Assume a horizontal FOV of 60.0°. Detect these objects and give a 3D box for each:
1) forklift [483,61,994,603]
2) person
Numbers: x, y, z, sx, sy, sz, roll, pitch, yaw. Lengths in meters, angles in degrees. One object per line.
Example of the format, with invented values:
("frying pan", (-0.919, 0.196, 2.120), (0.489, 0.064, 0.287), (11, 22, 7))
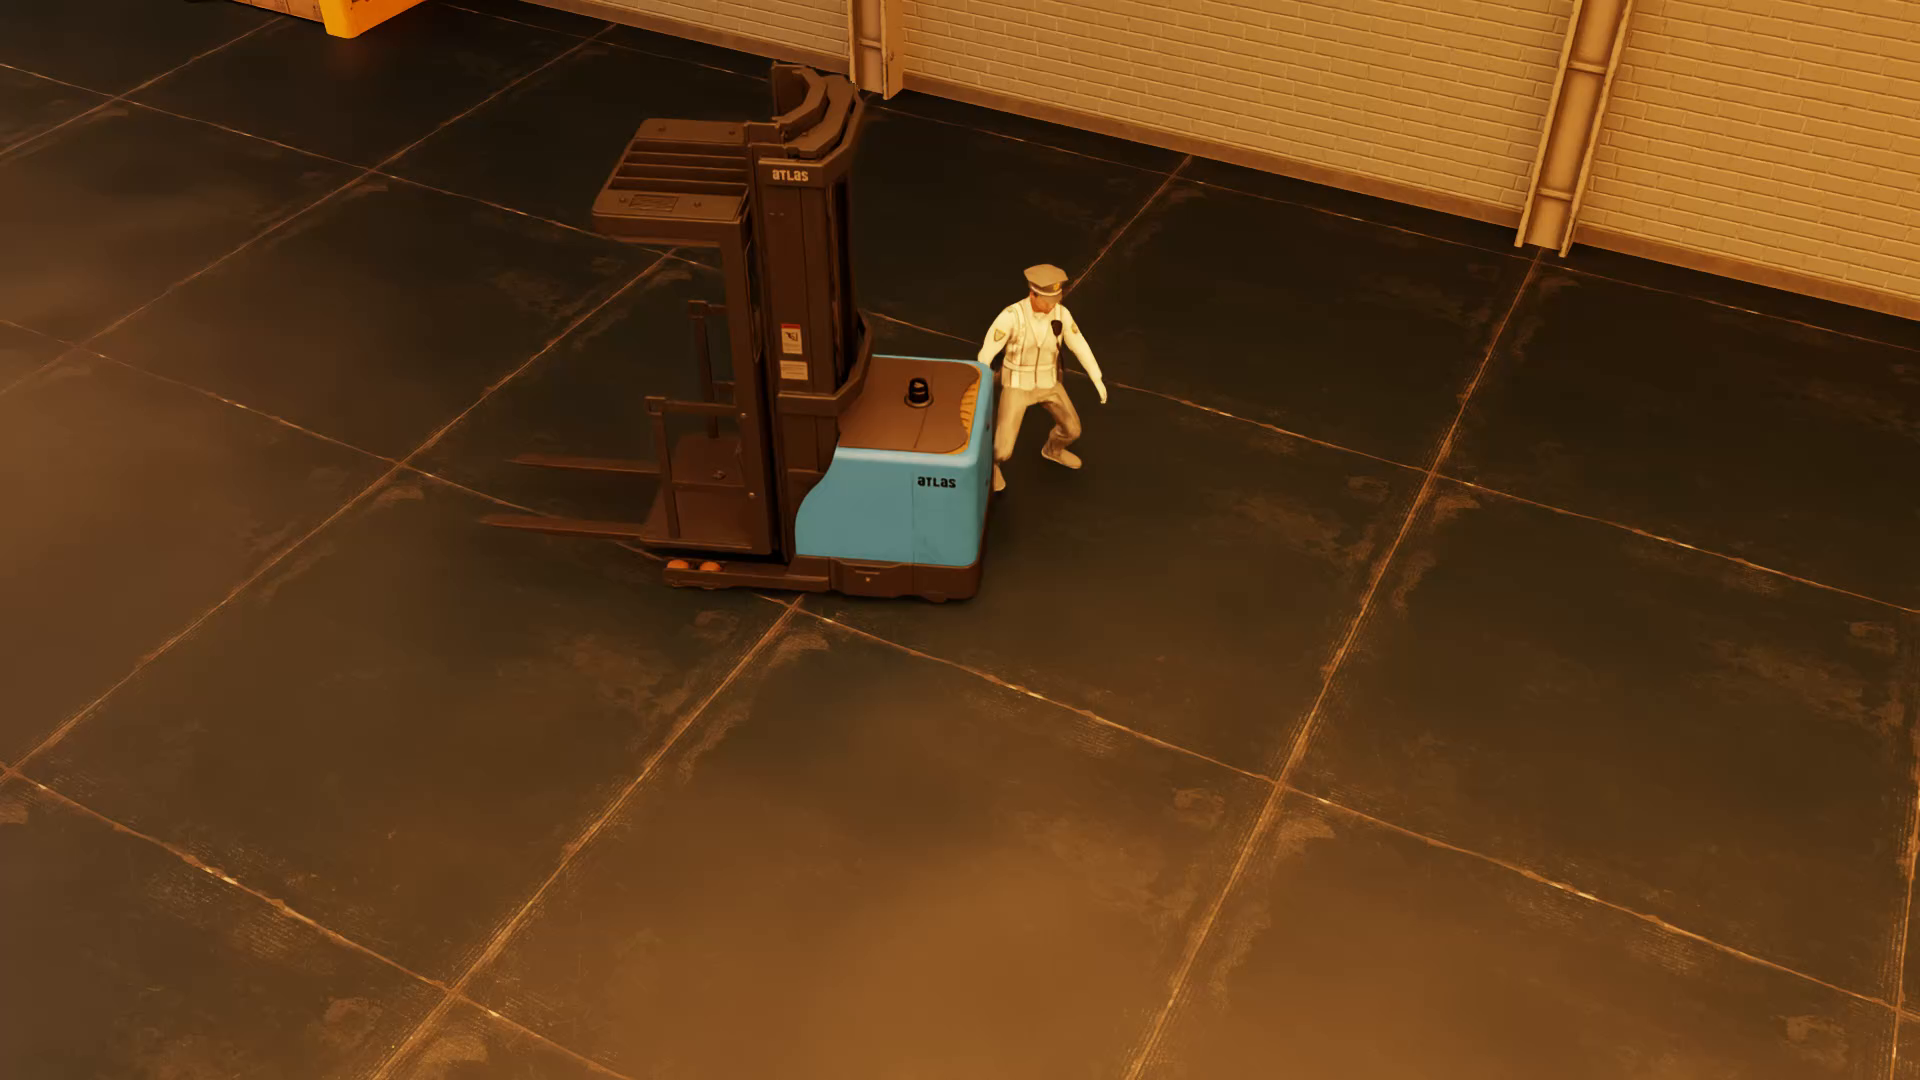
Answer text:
("forklift", (-1.344, -1.159, 9.363), (3.031, 2.935, 1.130), (4, 40, 5))
("person", (0.456, -0.958, 10.212), (0.856, 1.566, 0.573), (-9, 41, -11))
